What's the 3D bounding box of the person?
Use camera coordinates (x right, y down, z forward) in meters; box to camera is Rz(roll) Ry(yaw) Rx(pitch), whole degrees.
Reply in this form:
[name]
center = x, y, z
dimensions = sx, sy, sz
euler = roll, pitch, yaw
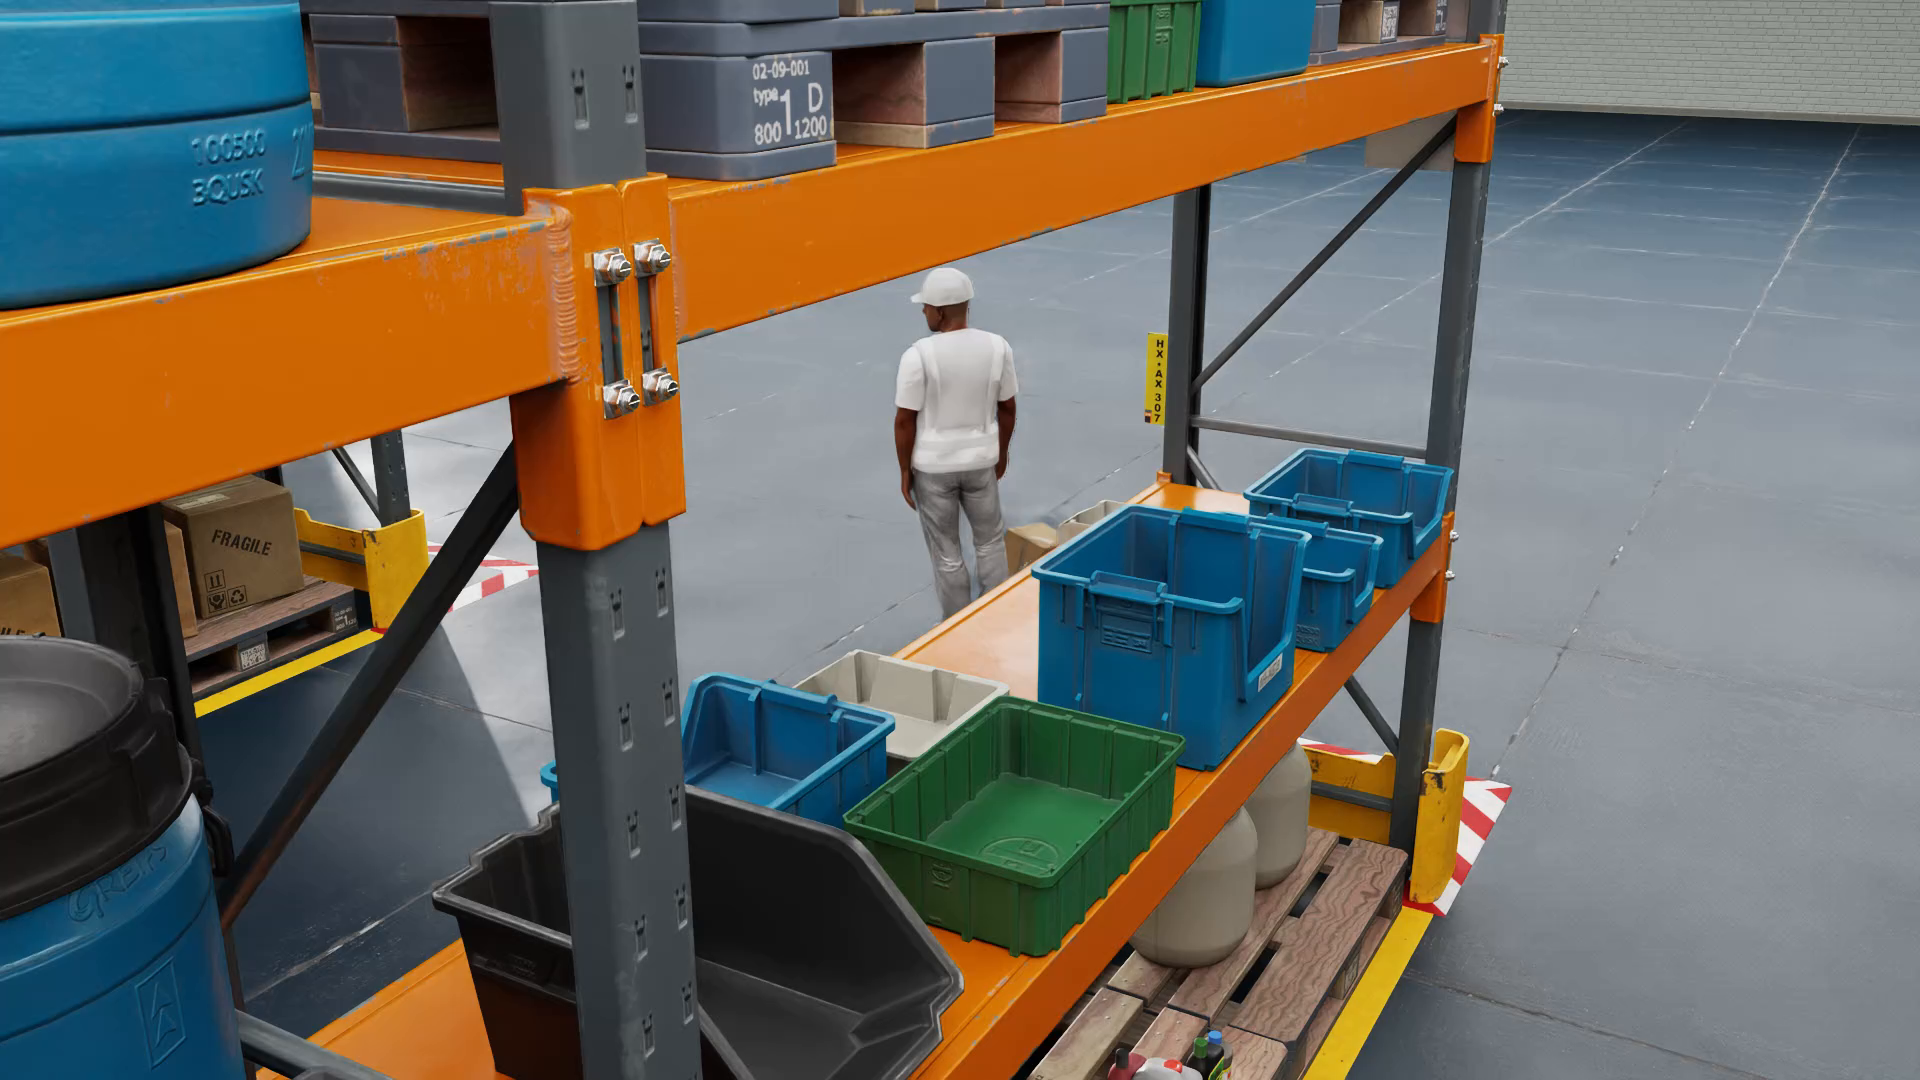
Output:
[person]
center = 0.033, -0.344, 7.462
dimensions = 0.703, 1.765, 0.440
euler = -7, 20, -19
